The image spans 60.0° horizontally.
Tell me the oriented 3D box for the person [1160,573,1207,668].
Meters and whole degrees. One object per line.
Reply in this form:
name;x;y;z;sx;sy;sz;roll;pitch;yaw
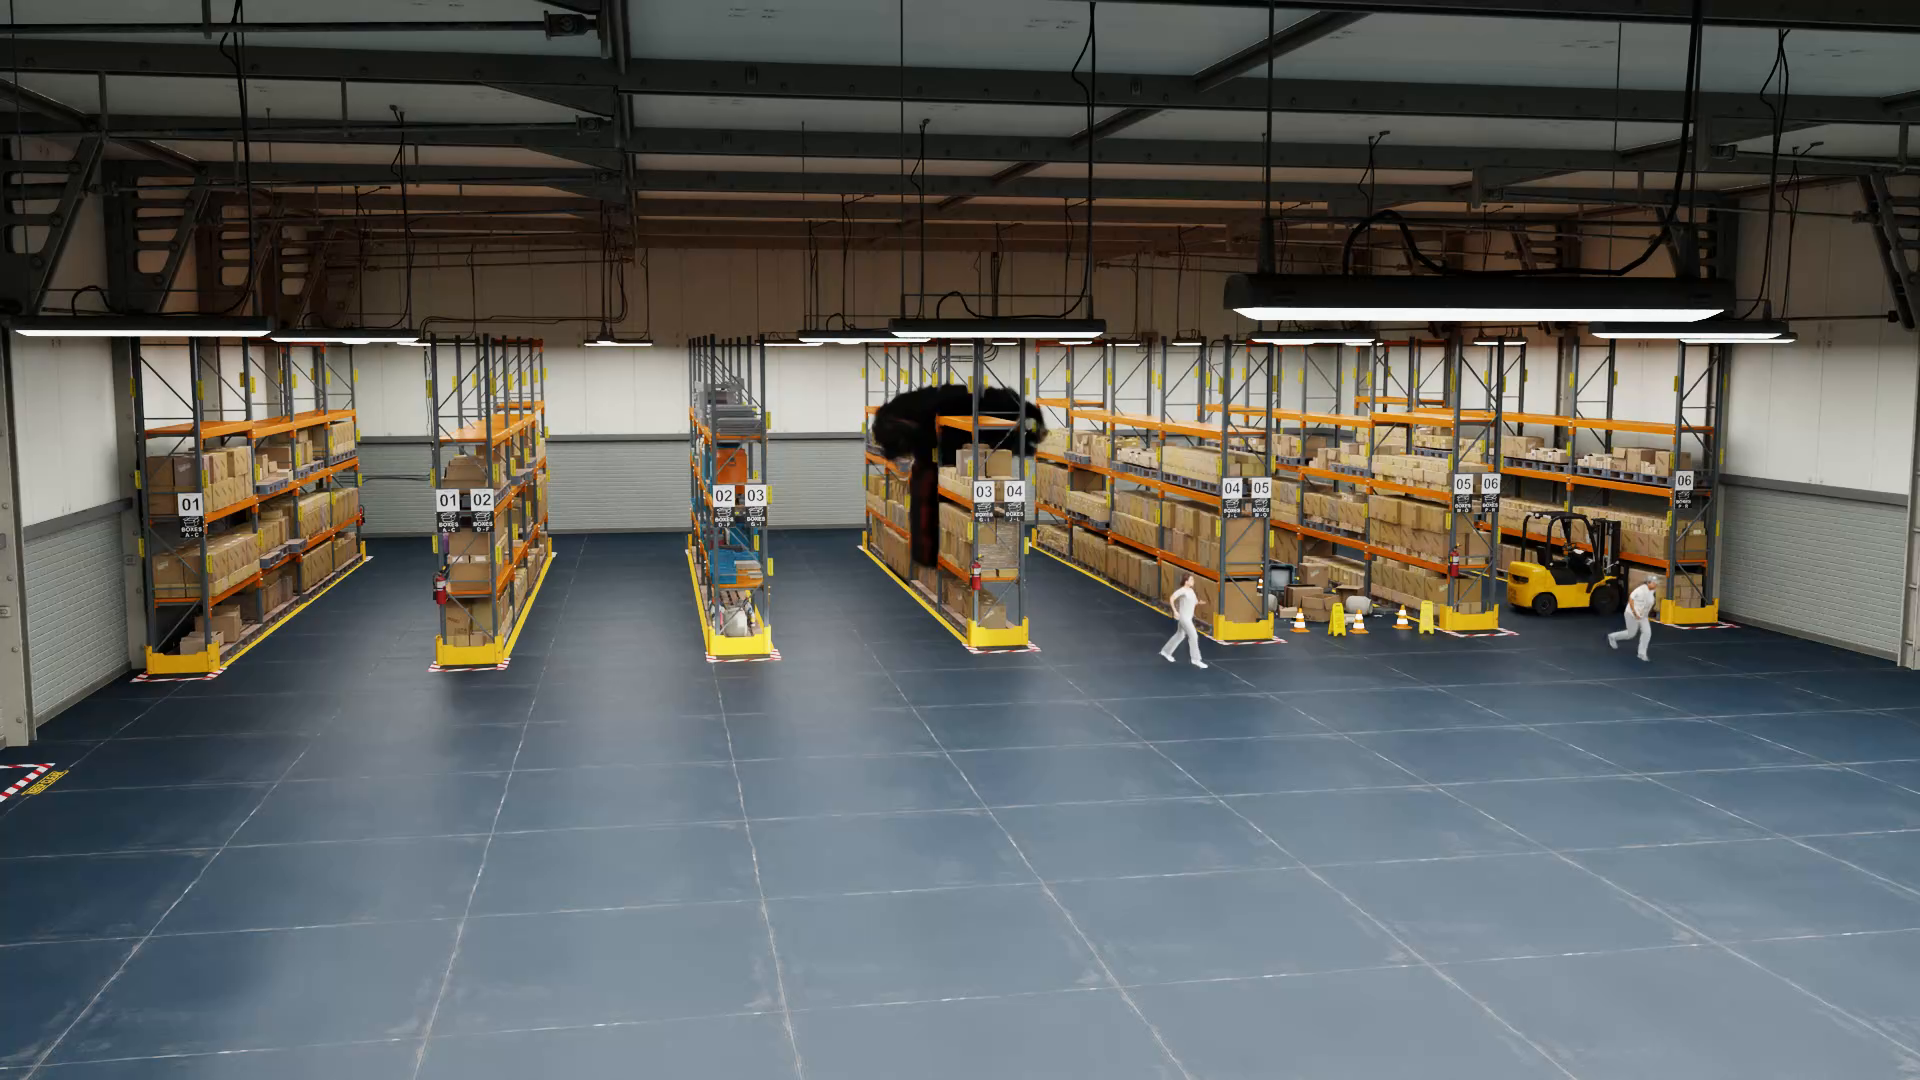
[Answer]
person;4.045;1.435;30.043;0.910;1.696;0.546;3;7;25

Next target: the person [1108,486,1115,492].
person;4.395;-0.721;48.733;0.690;1.733;0.715;-6;9;-40

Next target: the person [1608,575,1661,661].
person;12.549;1.423;30.925;0.615;1.624;0.965;-5;9;-40

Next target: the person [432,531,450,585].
person;-12.460;0.338;40.099;0.508;1.604;0.667;-1;7;-6
